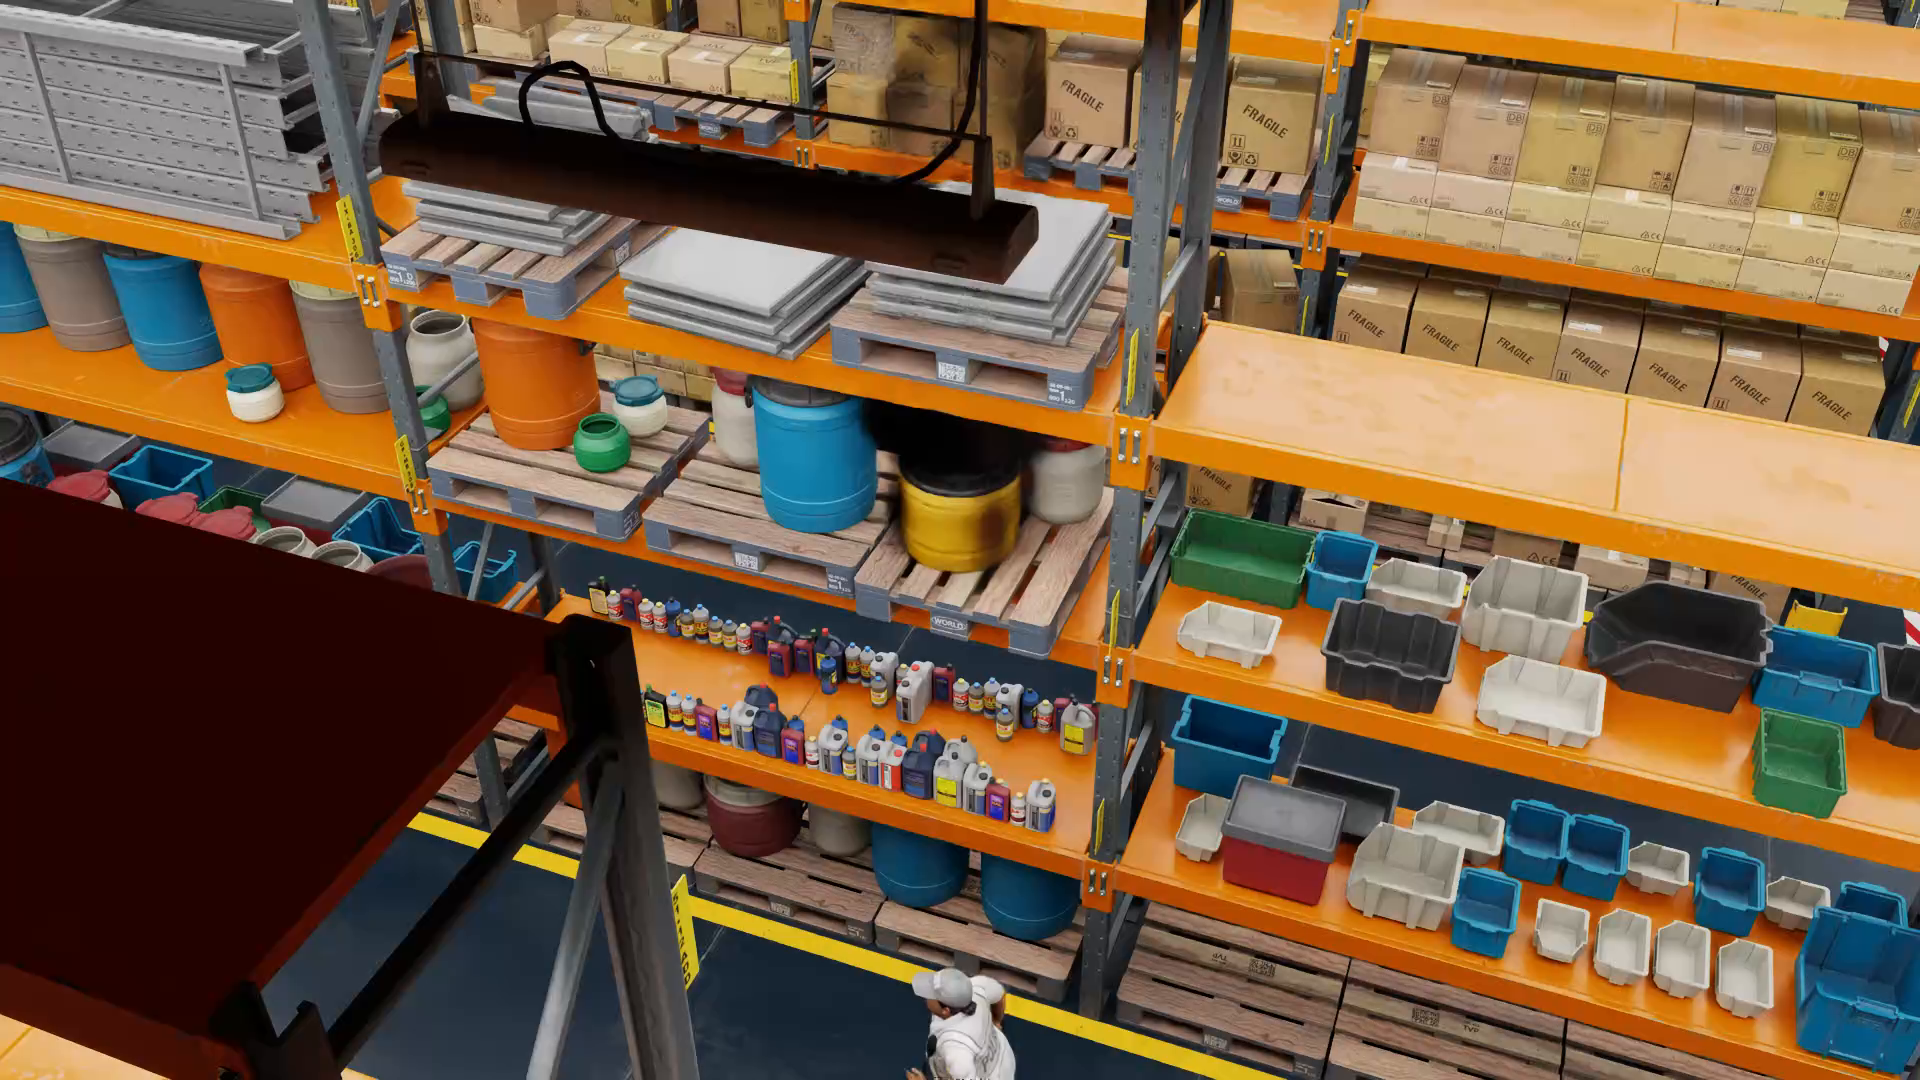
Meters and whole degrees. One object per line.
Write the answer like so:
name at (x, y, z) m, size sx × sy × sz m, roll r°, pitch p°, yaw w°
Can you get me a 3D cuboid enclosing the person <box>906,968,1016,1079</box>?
person at (0.080, 2.626, 8.035) m, size 0.662 × 1.637 × 0.640 m, roll 7°, pitch 37°, yaw 10°
